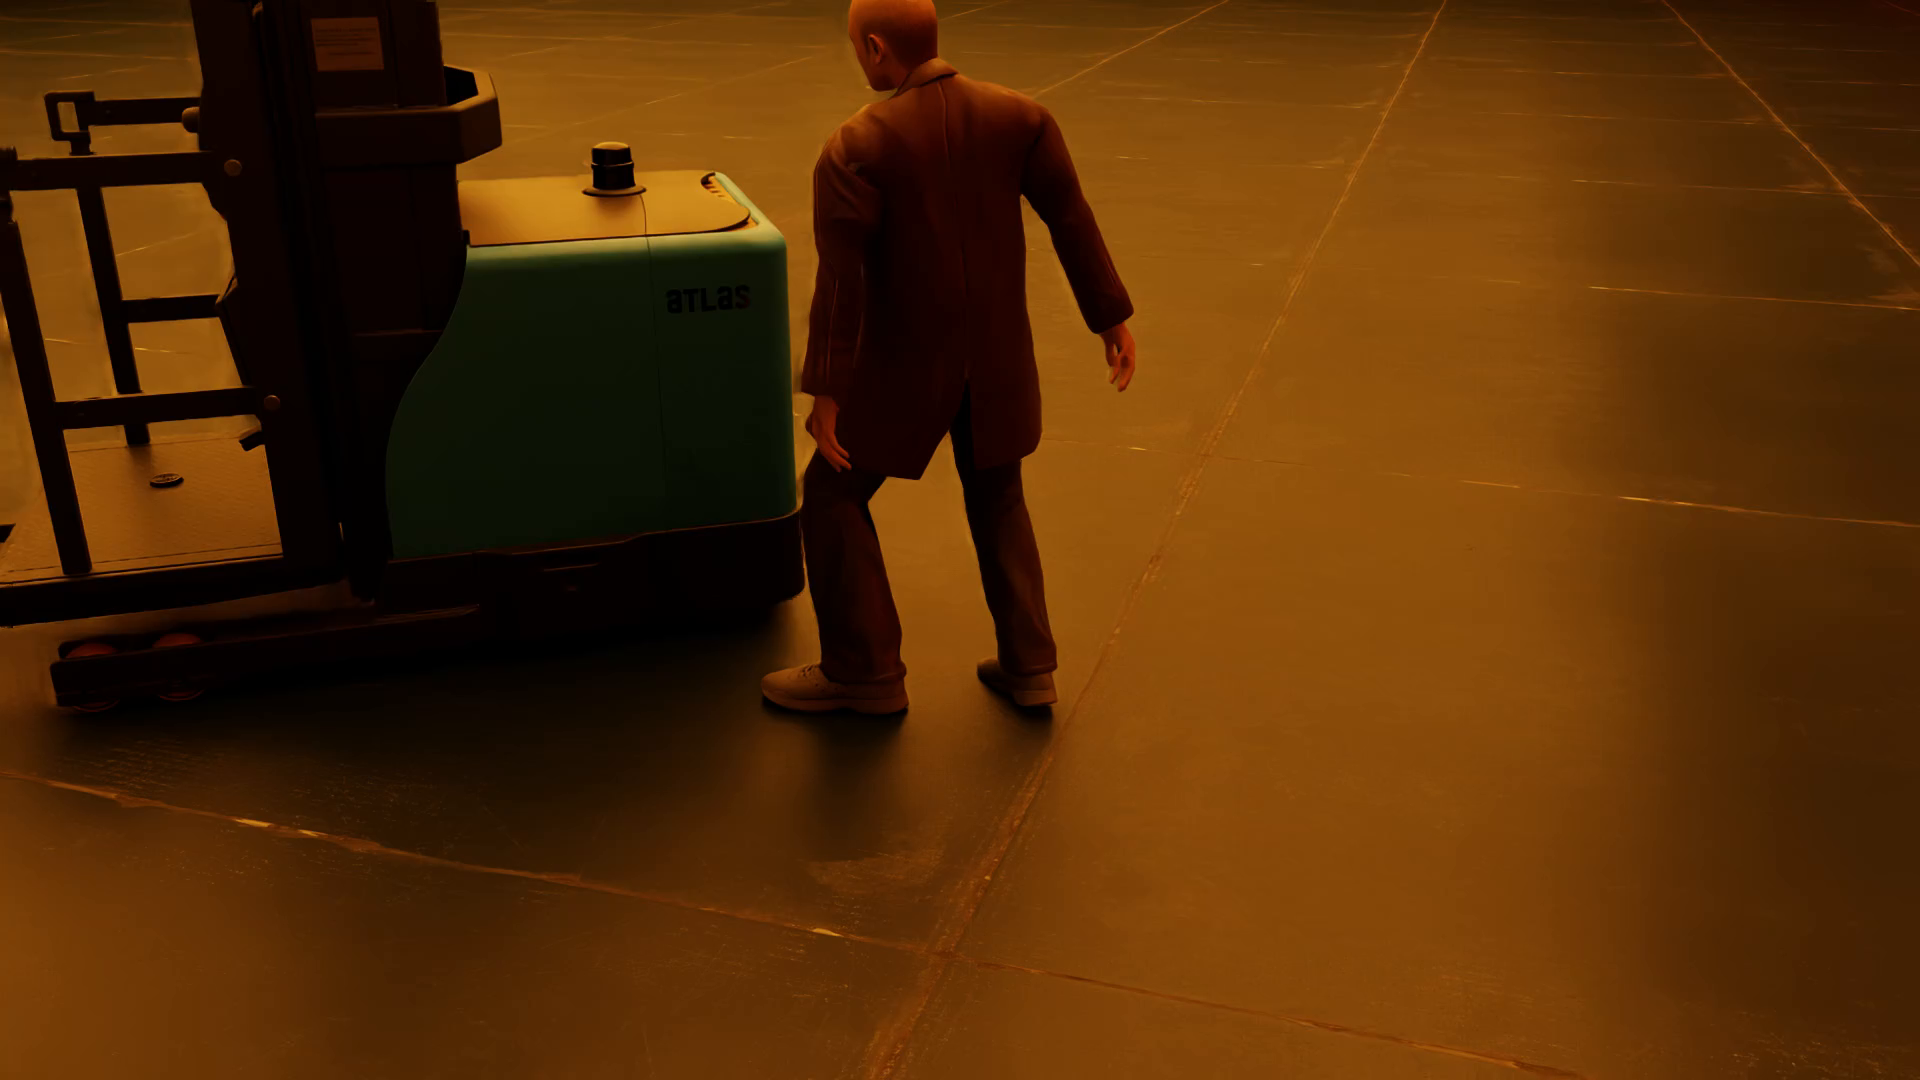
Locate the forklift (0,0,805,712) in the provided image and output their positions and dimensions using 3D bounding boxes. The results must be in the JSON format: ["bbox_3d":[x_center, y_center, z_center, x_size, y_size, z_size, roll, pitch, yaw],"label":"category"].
[{"bbox_3d":[-2.007,-1.156,4.080,3.031,2.935,1.130,-7,23,-15],"label":"forklift"}]

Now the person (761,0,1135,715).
[{"bbox_3d":[-0.026,-0.408,3.907,0.932,1.749,0.529,-9,24,-20],"label":"person"}]
